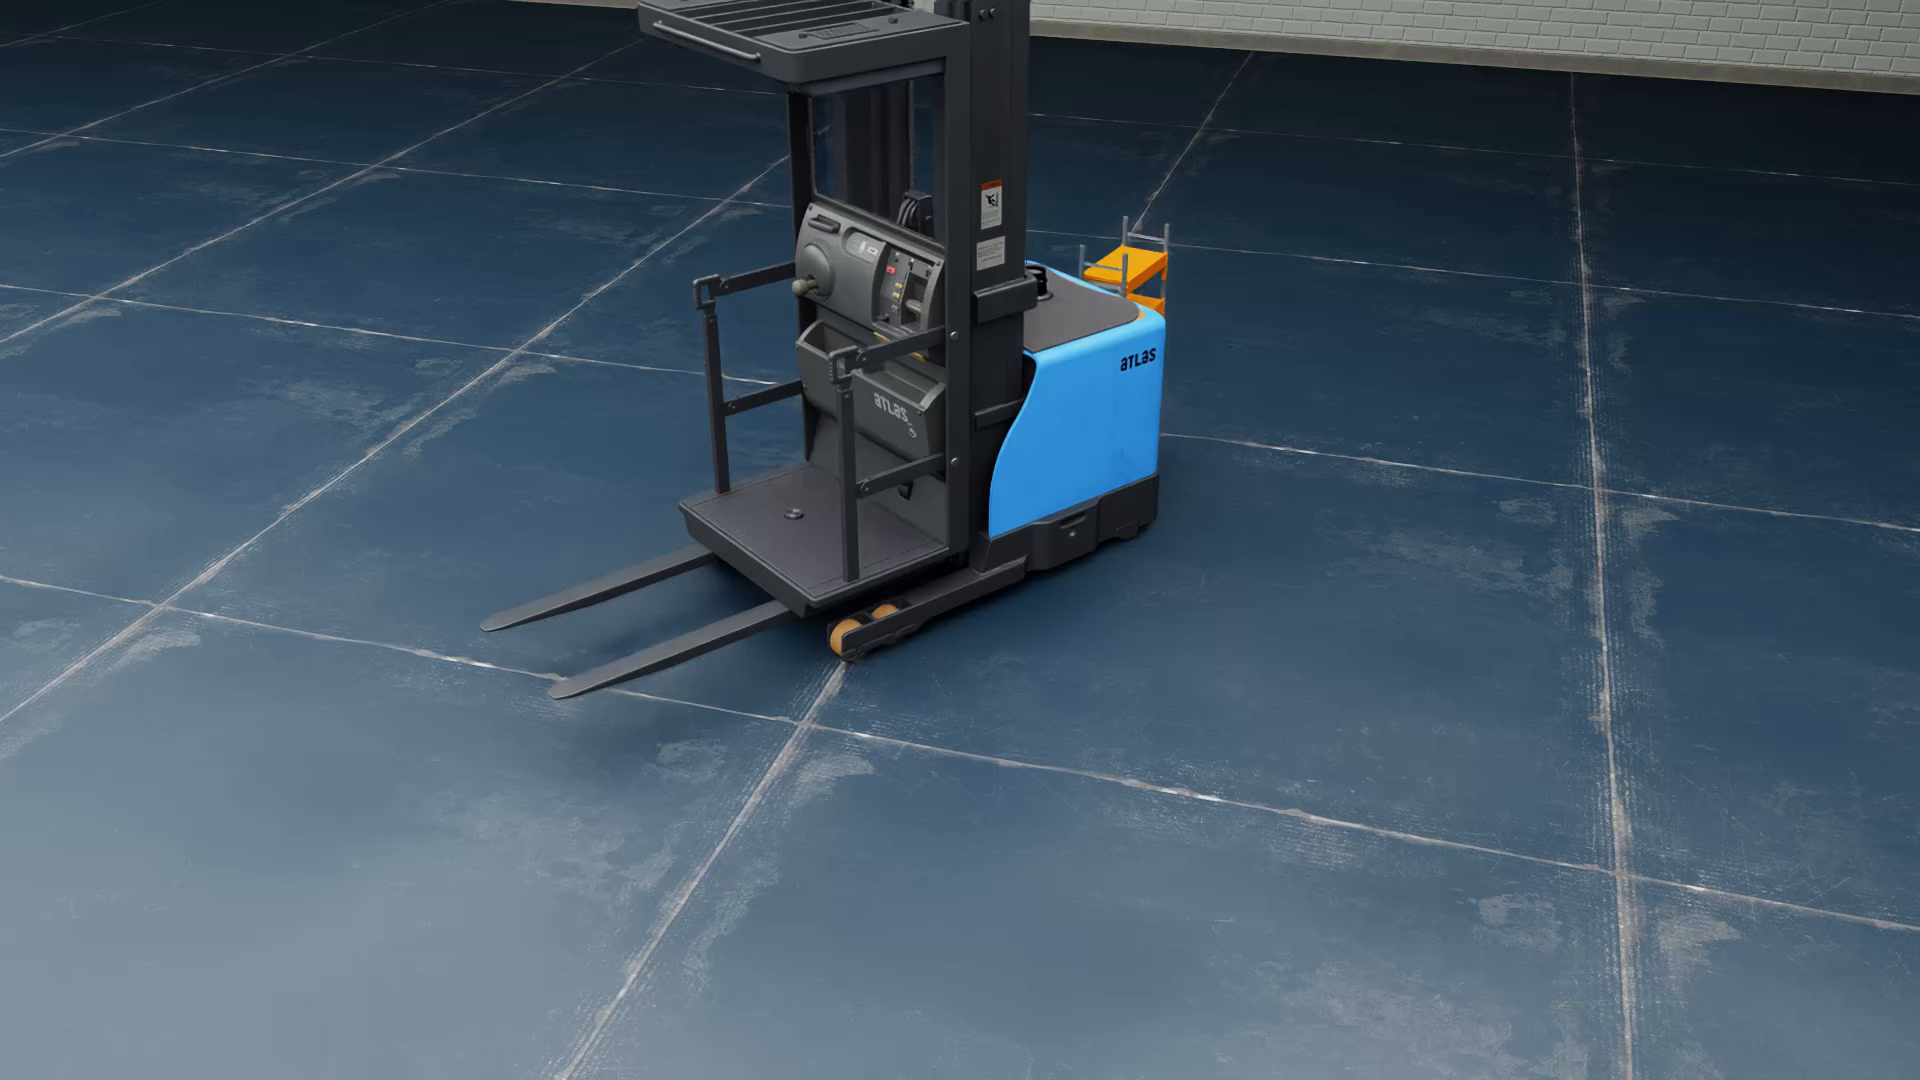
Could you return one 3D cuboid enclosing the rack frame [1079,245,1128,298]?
[{"bbox_3d":[0.666,-0.820,7.989,0.240,1.200,0.015,15,33,25],"label":"rack frame"}]

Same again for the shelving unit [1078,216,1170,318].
[{"bbox_3d":[0.786,-0.923,8.175,0.258,1.200,0.503,15,33,25],"label":"shelving unit"}]

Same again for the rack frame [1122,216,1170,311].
[{"bbox_3d":[0.905,-1.026,8.361,0.240,1.200,0.015,15,33,25],"label":"rack frame"}]

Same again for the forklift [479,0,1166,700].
[{"bbox_3d":[-0.540,-1.075,6.667,3.031,2.935,1.130,-21,35,-33],"label":"forklift"}]

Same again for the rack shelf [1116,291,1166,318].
[{"bbox_3d":[0.786,-1.060,8.099,0.258,0.148,0.480,15,33,25],"label":"rack shelf"}]

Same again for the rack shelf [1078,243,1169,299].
[{"bbox_3d":[0.786,-1.266,7.984,0.258,0.148,0.480,15,33,25],"label":"rack shelf"}]
